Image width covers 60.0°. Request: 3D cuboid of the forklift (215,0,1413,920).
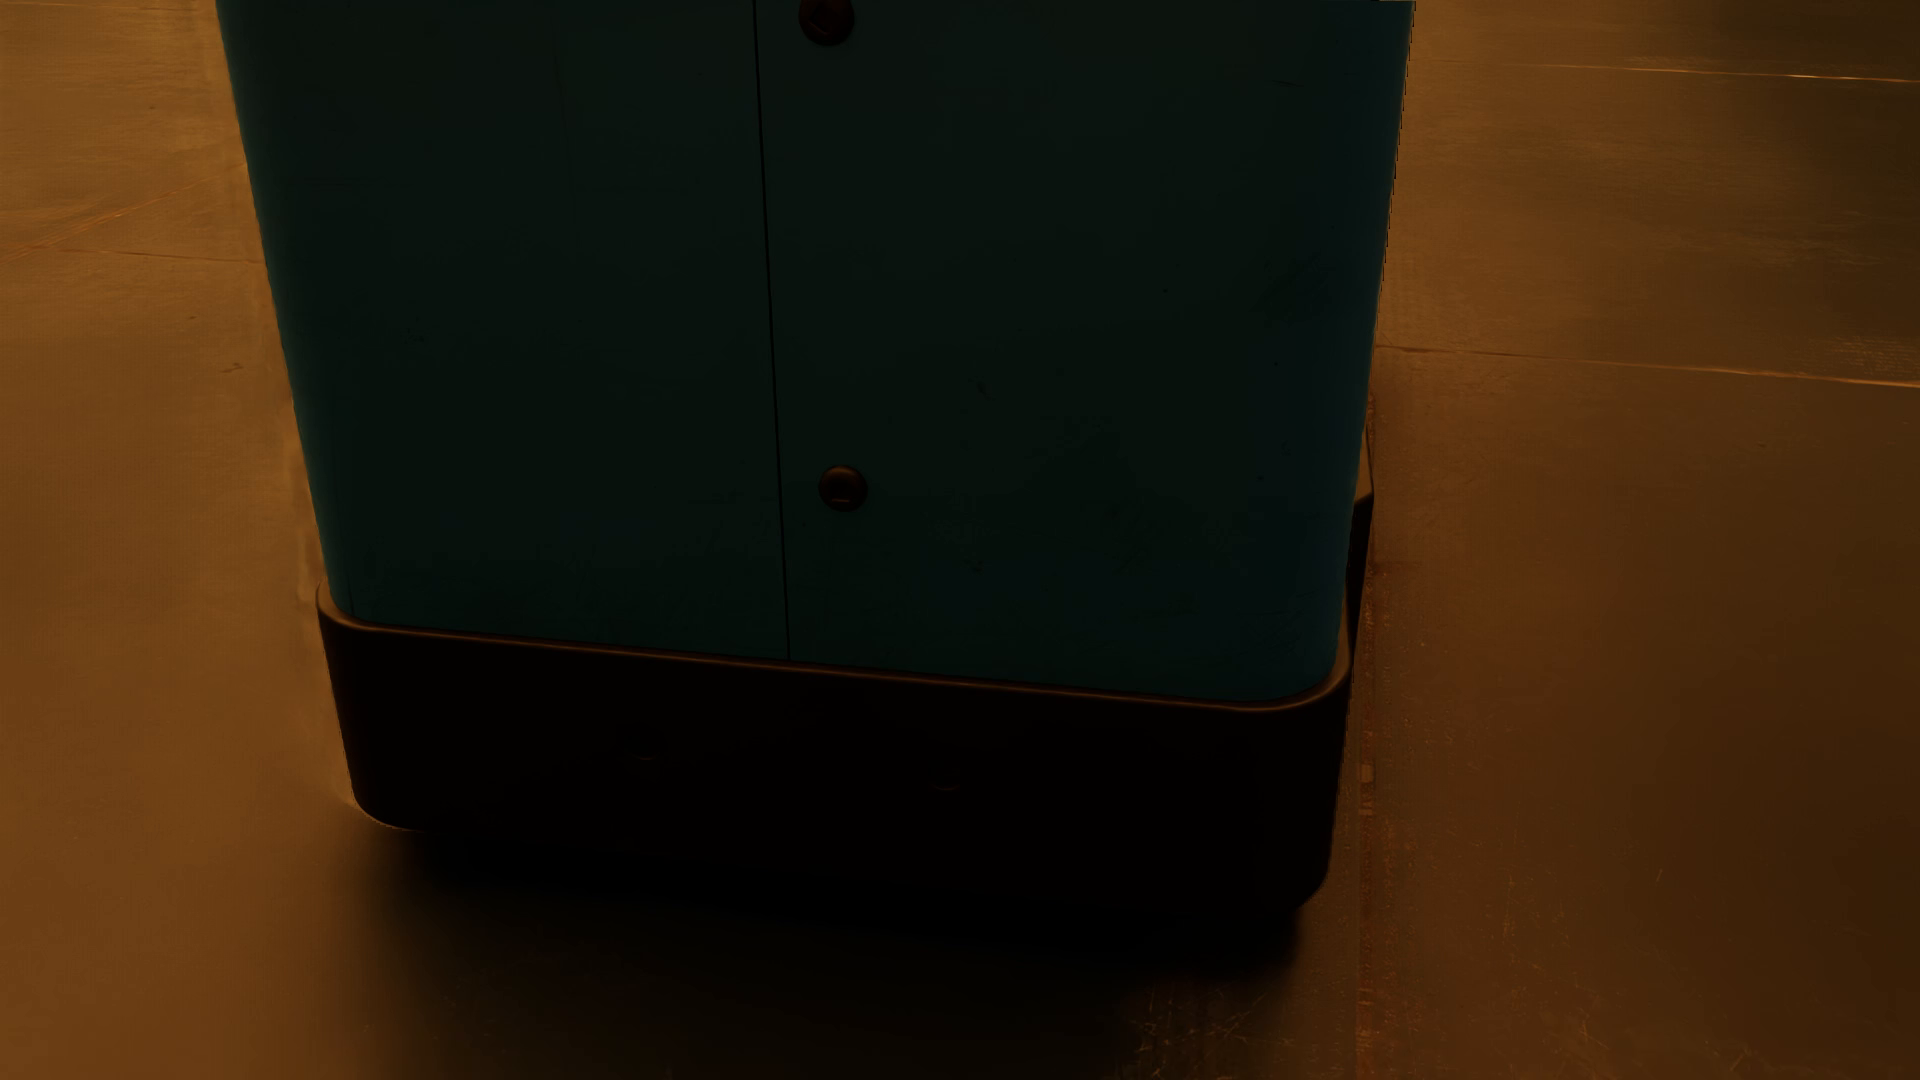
[{"bbox_3d":[0.097,-1.581,2.379,1.130,2.935,3.031,4,27,9],"label":"forklift"}]
